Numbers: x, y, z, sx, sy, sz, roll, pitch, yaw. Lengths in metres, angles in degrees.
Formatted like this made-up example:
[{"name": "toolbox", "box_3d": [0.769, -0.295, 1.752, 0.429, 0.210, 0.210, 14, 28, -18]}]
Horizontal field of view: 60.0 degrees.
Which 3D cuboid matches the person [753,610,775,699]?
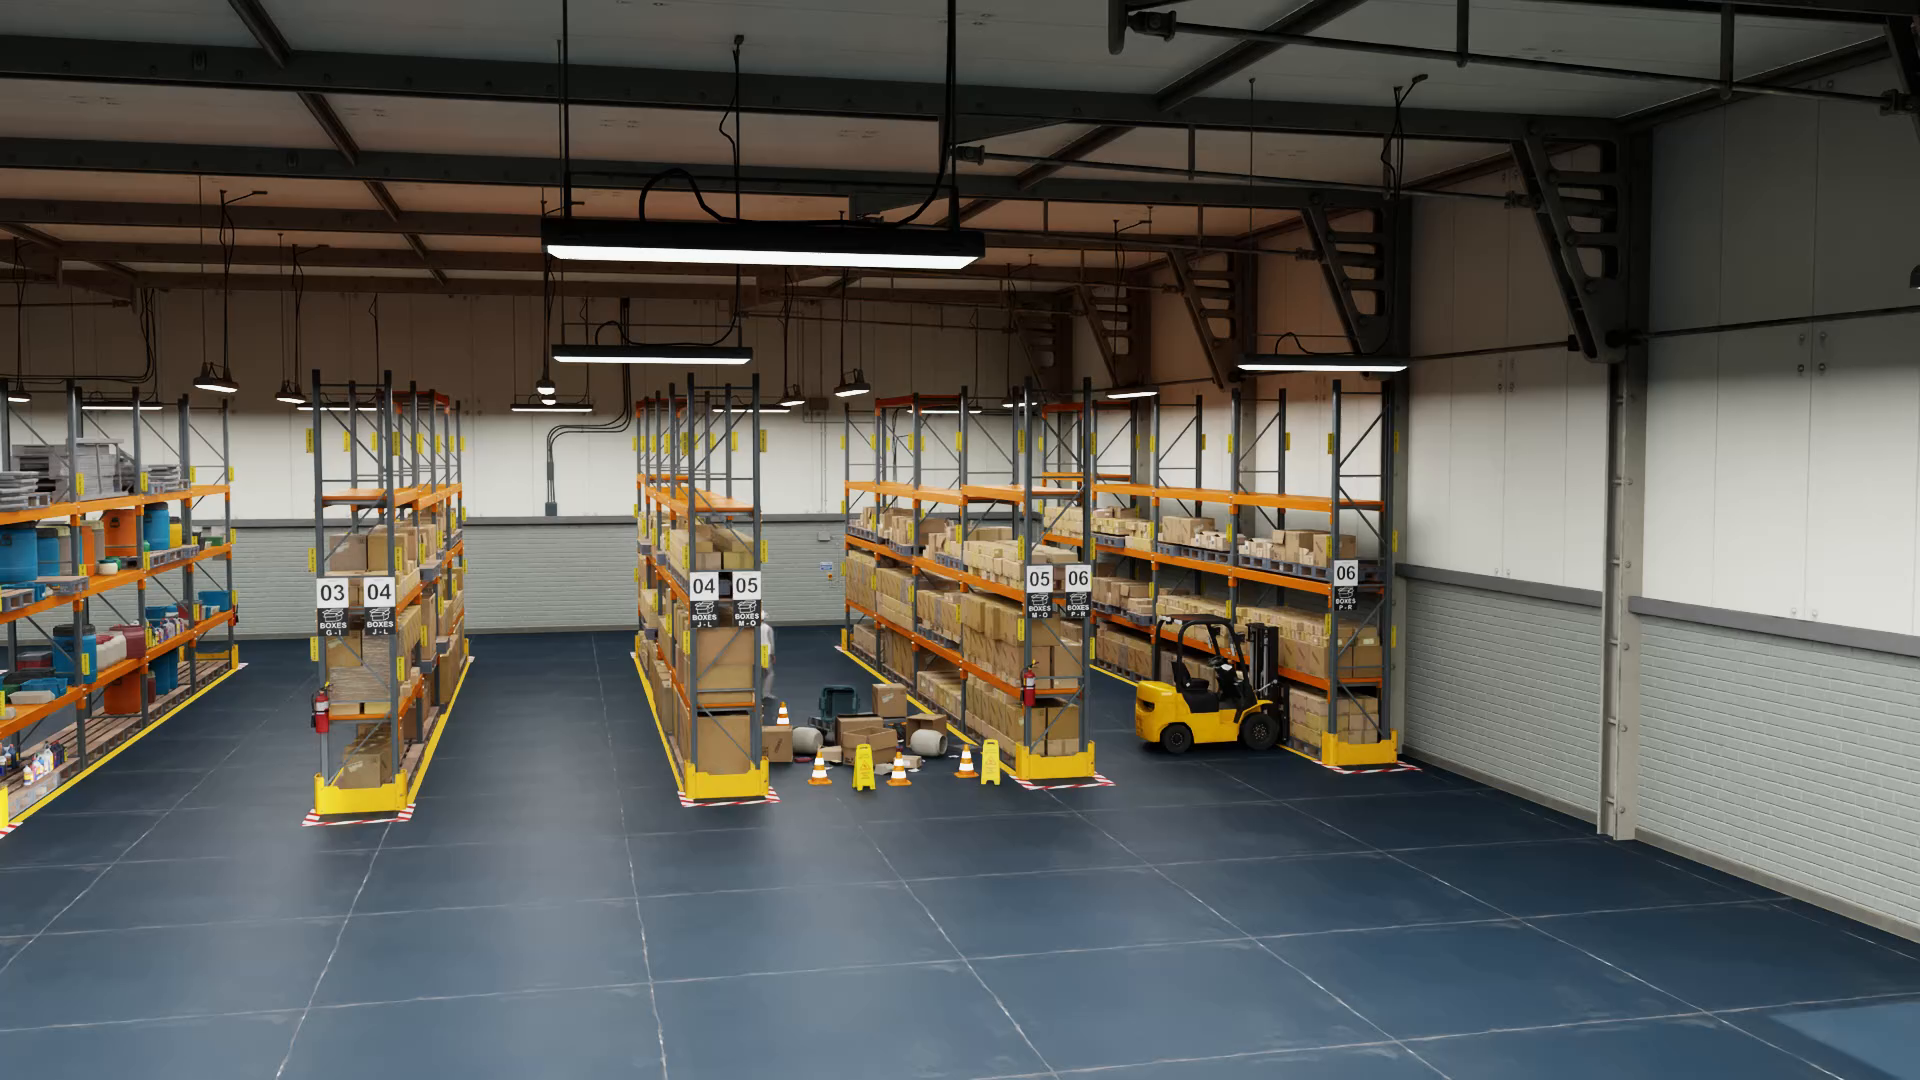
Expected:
[{"name": "person", "box_3d": [-3.891, 2.246, 32.497, 0.570, 1.773, 0.502, 1, 3, 10]}]
